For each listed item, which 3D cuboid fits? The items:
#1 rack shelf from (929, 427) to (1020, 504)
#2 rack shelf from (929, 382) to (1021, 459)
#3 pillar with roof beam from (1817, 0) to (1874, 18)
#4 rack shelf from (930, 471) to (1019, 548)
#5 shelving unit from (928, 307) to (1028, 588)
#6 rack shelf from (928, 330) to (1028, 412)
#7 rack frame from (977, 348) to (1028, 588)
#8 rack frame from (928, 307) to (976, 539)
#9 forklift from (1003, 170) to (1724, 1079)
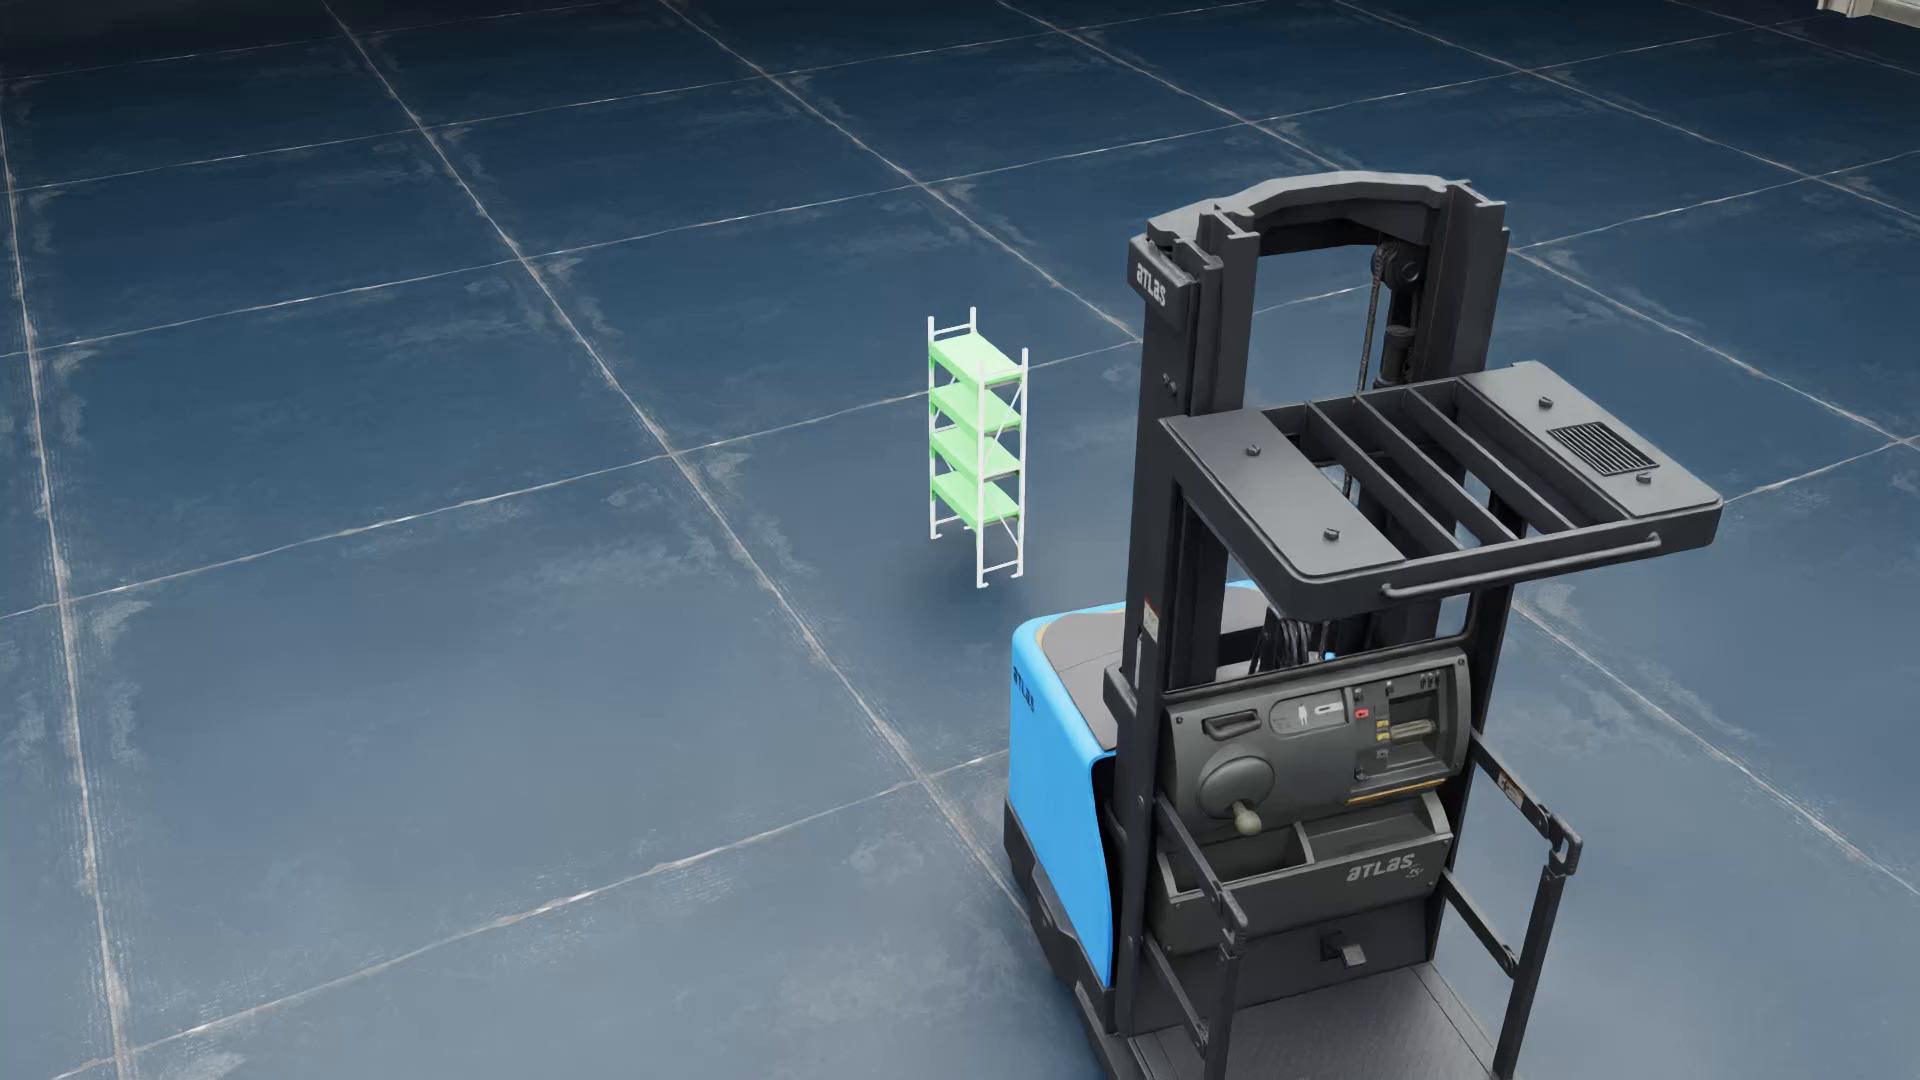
[{"bbox_3d":[0.077,-0.372,7.837,0.258,0.148,0.480,-16,36,-23],"label":"rack shelf"},{"bbox_3d":[0.077,-0.574,7.708,0.258,0.148,0.480,-16,36,-23],"label":"rack shelf"},{"bbox_3d":[4.899,-7.915,12.263,9.100,9.000,0.400,-16,36,-23],"label":"pillar with roof beam"},{"bbox_3d":[0.077,-0.170,7.967,0.258,0.148,0.480,-16,36,-23],"label":"rack shelf"},{"bbox_3d":[0.077,-0.426,7.803,0.258,1.200,0.503,-16,36,-23],"label":"shelving unit"},{"bbox_3d":[0.077,-0.777,7.579,0.258,0.148,0.480,-16,36,-23],"label":"rack shelf"},{"bbox_3d":[0.191,-0.310,7.621,0.240,1.200,0.015,-16,36,-23],"label":"rack frame"},{"bbox_3d":[-0.037,-0.543,7.985,0.240,1.200,0.015,-16,36,-23],"label":"rack frame"},{"bbox_3d":[1.096,0.633,4.545,1.130,2.935,3.031,-10,34,-15],"label":"forklift"}]
